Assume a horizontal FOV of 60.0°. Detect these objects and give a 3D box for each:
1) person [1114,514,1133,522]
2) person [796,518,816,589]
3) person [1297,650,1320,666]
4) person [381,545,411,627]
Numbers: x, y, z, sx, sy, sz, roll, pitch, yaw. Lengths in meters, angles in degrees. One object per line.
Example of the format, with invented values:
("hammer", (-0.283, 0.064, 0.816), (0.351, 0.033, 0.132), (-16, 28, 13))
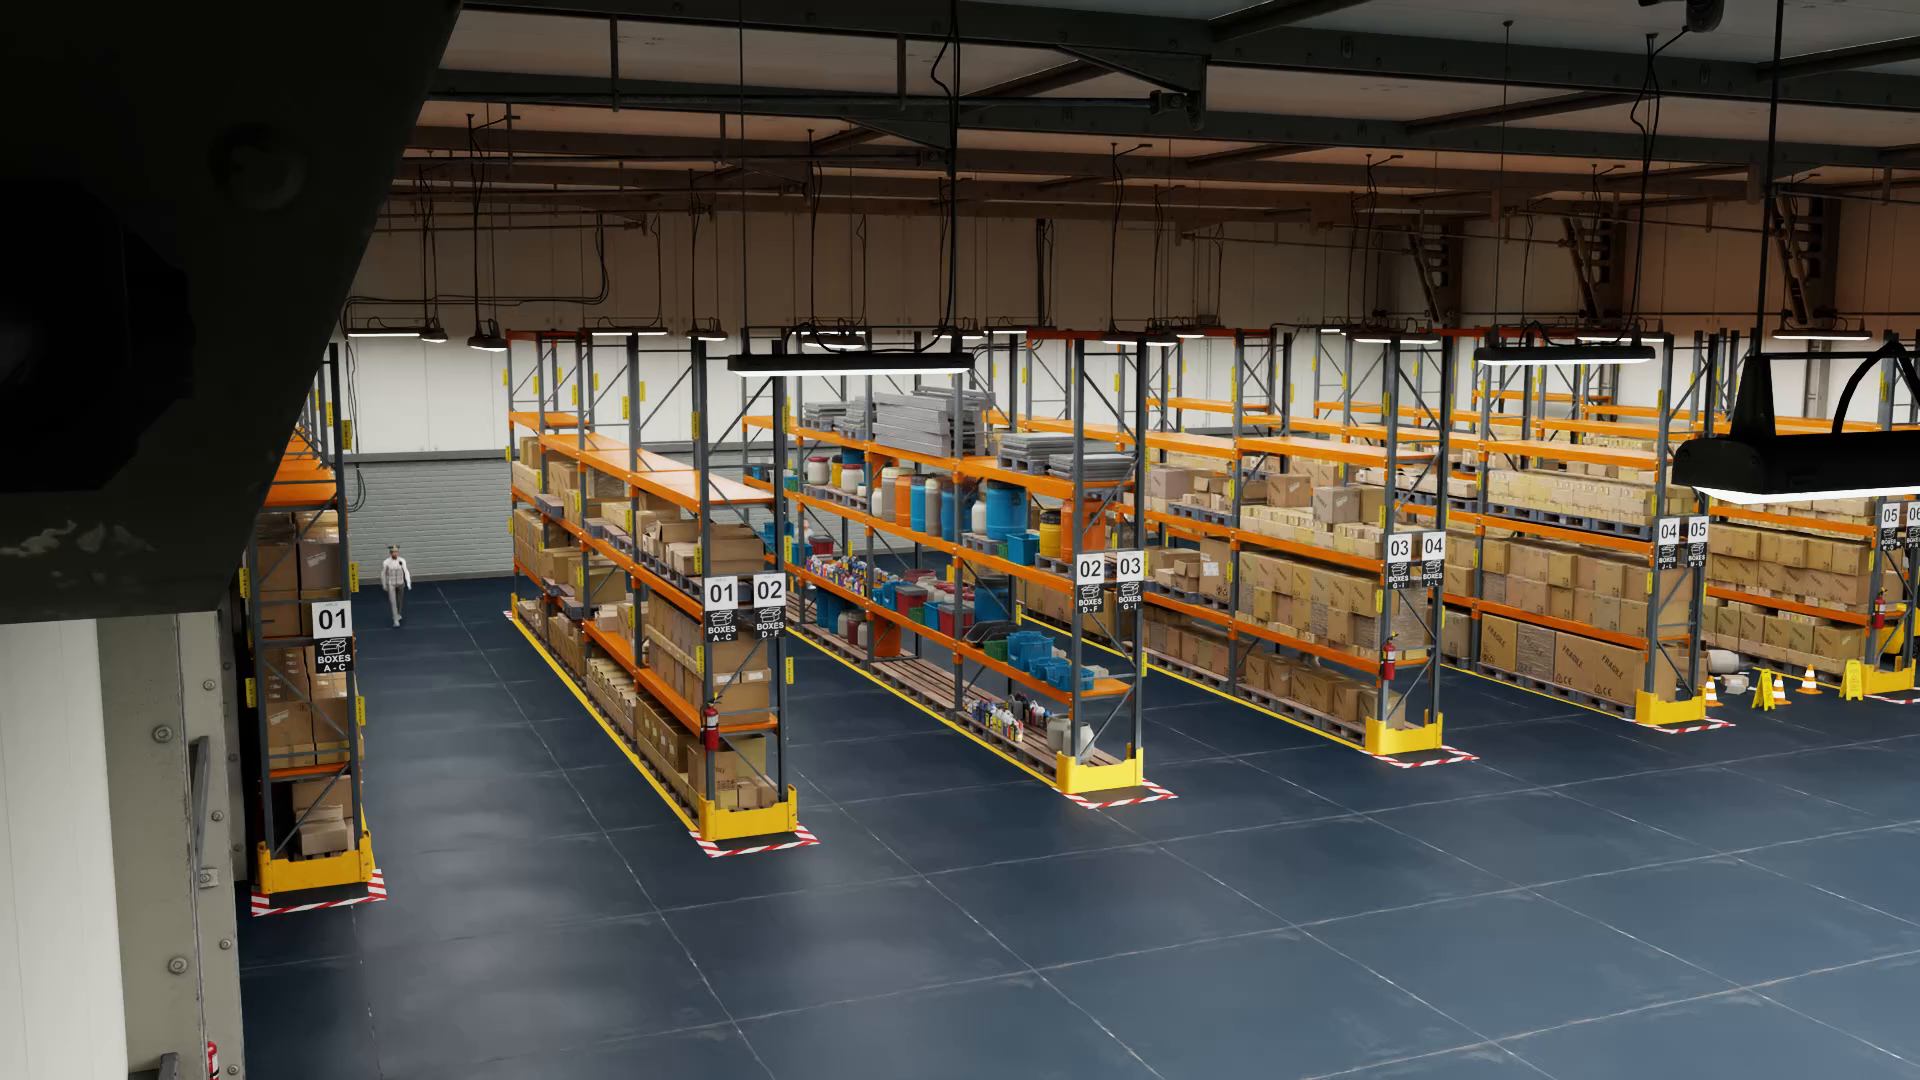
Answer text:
("person", (4.050, -0.189, 41.331), (0.611, 1.776, 0.567), (-6, 10, -39))
("person", (-3.550, 0.289, 38.409), (0.464, 1.620, 1.049), (-6, 10, -37))
("person", (6.261, 1.489, 29.369), (0.563, 1.673, 0.988), (-4, 9, -27))
("person", (-11.507, 0.897, 33.931), (0.550, 1.615, 1.024), (-4, 9, -25))
